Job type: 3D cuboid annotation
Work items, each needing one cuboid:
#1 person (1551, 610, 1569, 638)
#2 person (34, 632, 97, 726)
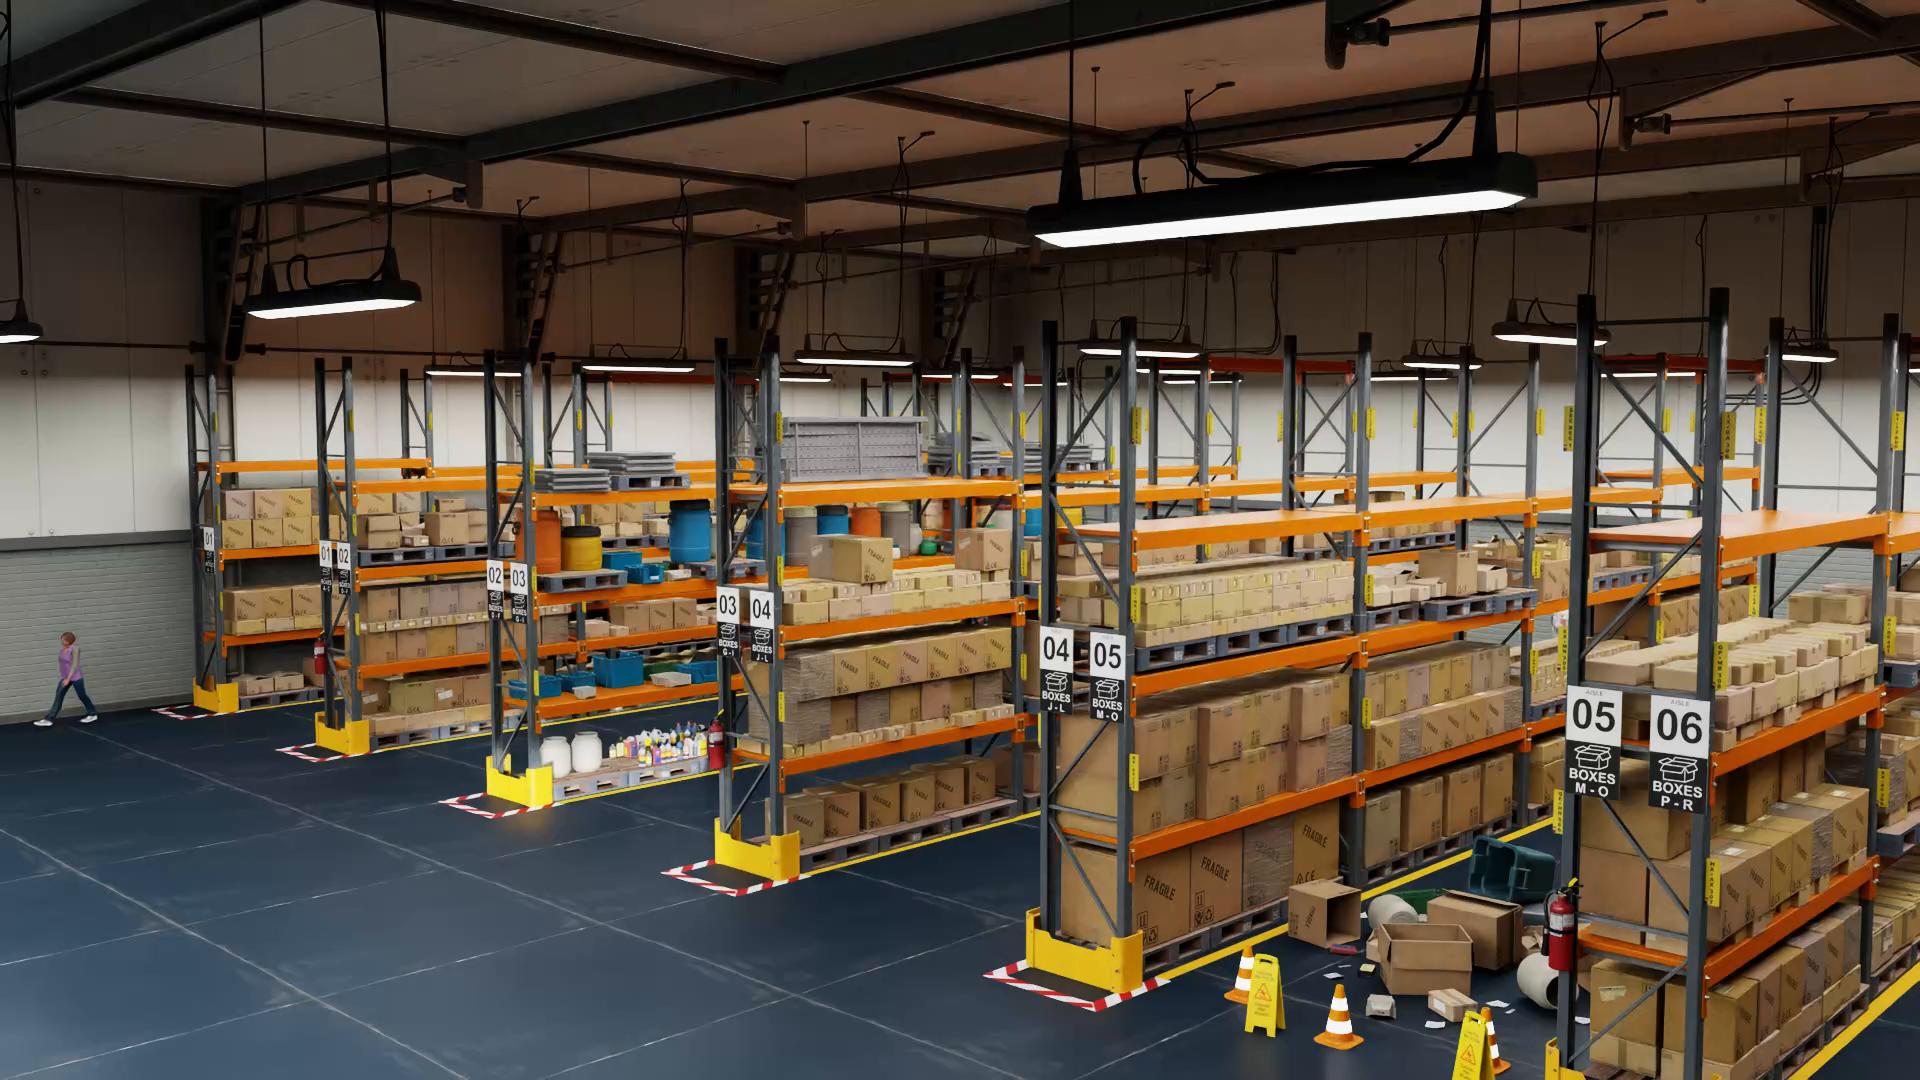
[{"bbox_3d":[11.780,1.801,32.333,0.553,1.739,0.655,-4,6,-39],"label":"person"},{"bbox_3d":[-14.675,2.277,27.322,0.452,1.543,0.970,2,5,22],"label":"person"}]
